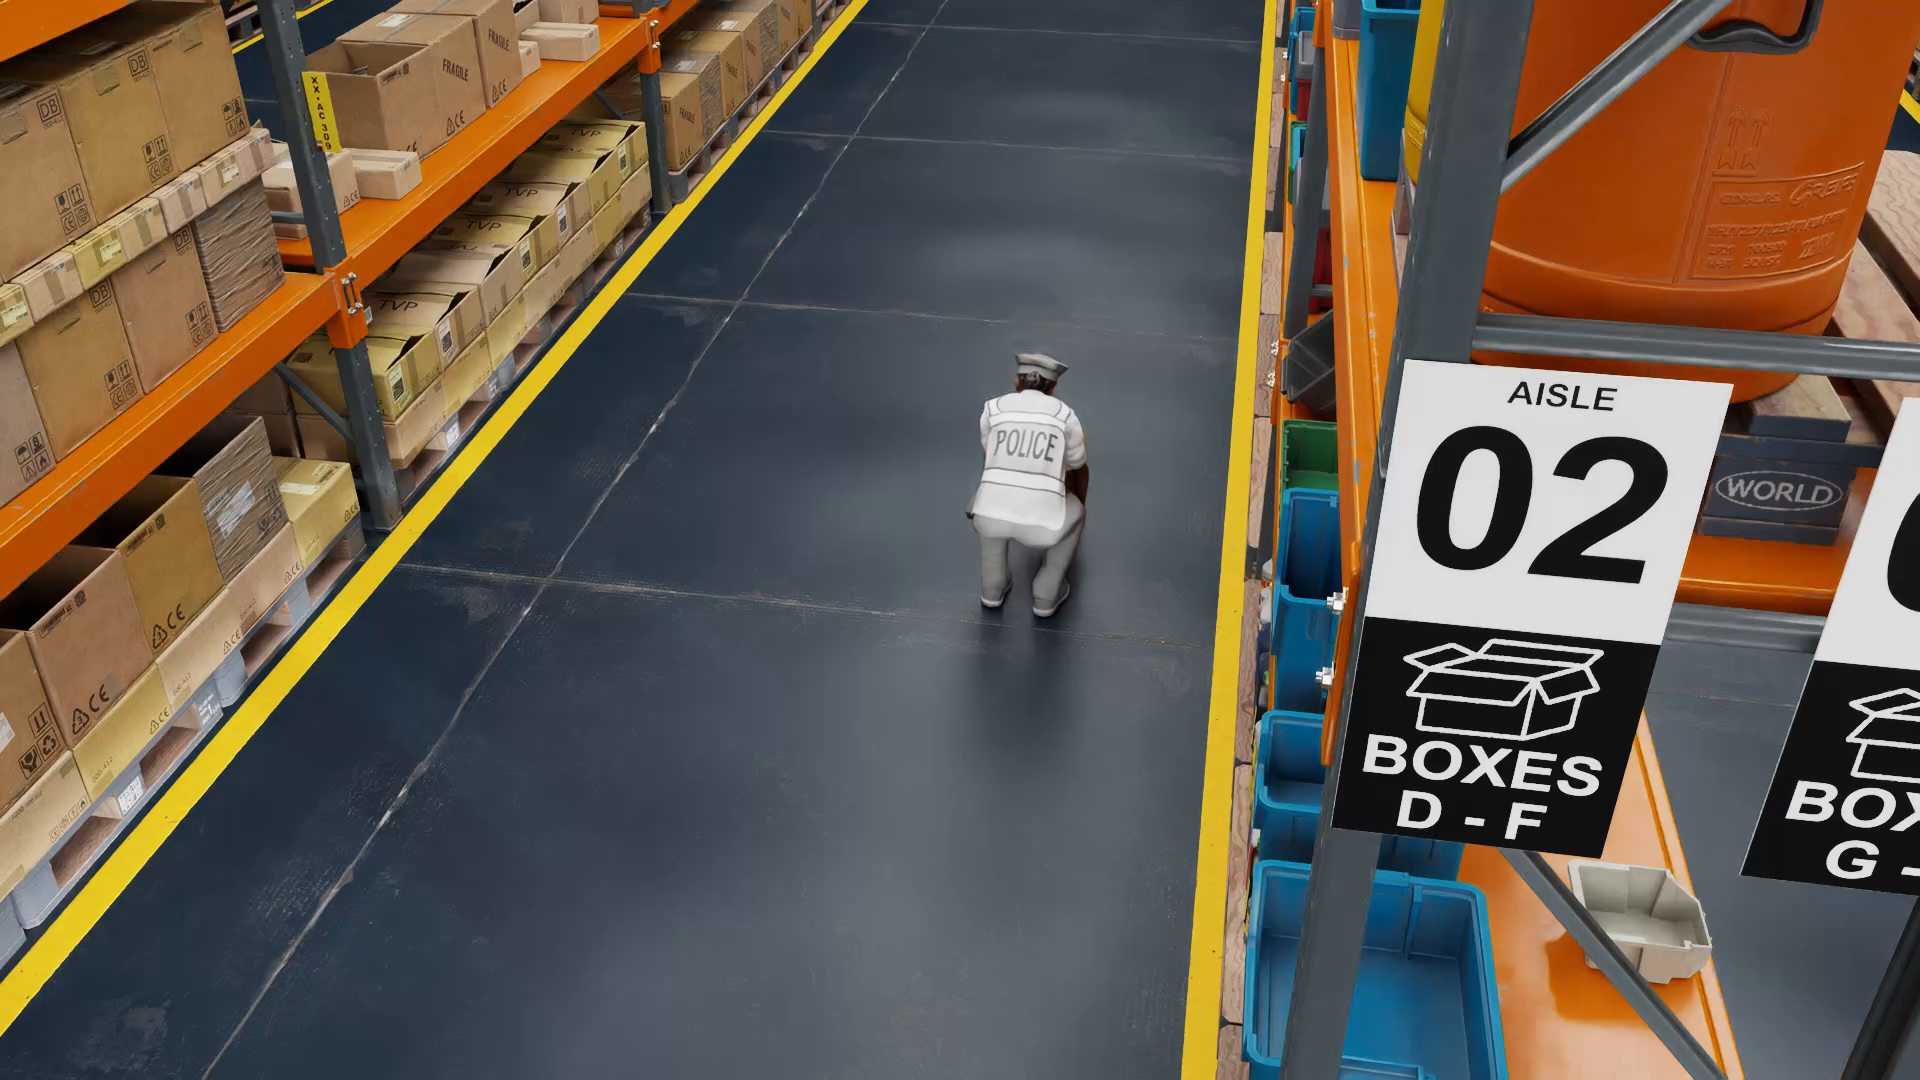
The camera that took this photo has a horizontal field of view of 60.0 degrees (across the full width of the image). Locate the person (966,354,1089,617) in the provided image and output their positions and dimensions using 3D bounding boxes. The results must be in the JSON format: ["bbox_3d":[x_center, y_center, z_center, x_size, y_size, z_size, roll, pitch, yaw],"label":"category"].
[{"bbox_3d":[0.291,-0.231,7.128,0.485,0.994,0.834,10,34,15],"label":"person"}]
